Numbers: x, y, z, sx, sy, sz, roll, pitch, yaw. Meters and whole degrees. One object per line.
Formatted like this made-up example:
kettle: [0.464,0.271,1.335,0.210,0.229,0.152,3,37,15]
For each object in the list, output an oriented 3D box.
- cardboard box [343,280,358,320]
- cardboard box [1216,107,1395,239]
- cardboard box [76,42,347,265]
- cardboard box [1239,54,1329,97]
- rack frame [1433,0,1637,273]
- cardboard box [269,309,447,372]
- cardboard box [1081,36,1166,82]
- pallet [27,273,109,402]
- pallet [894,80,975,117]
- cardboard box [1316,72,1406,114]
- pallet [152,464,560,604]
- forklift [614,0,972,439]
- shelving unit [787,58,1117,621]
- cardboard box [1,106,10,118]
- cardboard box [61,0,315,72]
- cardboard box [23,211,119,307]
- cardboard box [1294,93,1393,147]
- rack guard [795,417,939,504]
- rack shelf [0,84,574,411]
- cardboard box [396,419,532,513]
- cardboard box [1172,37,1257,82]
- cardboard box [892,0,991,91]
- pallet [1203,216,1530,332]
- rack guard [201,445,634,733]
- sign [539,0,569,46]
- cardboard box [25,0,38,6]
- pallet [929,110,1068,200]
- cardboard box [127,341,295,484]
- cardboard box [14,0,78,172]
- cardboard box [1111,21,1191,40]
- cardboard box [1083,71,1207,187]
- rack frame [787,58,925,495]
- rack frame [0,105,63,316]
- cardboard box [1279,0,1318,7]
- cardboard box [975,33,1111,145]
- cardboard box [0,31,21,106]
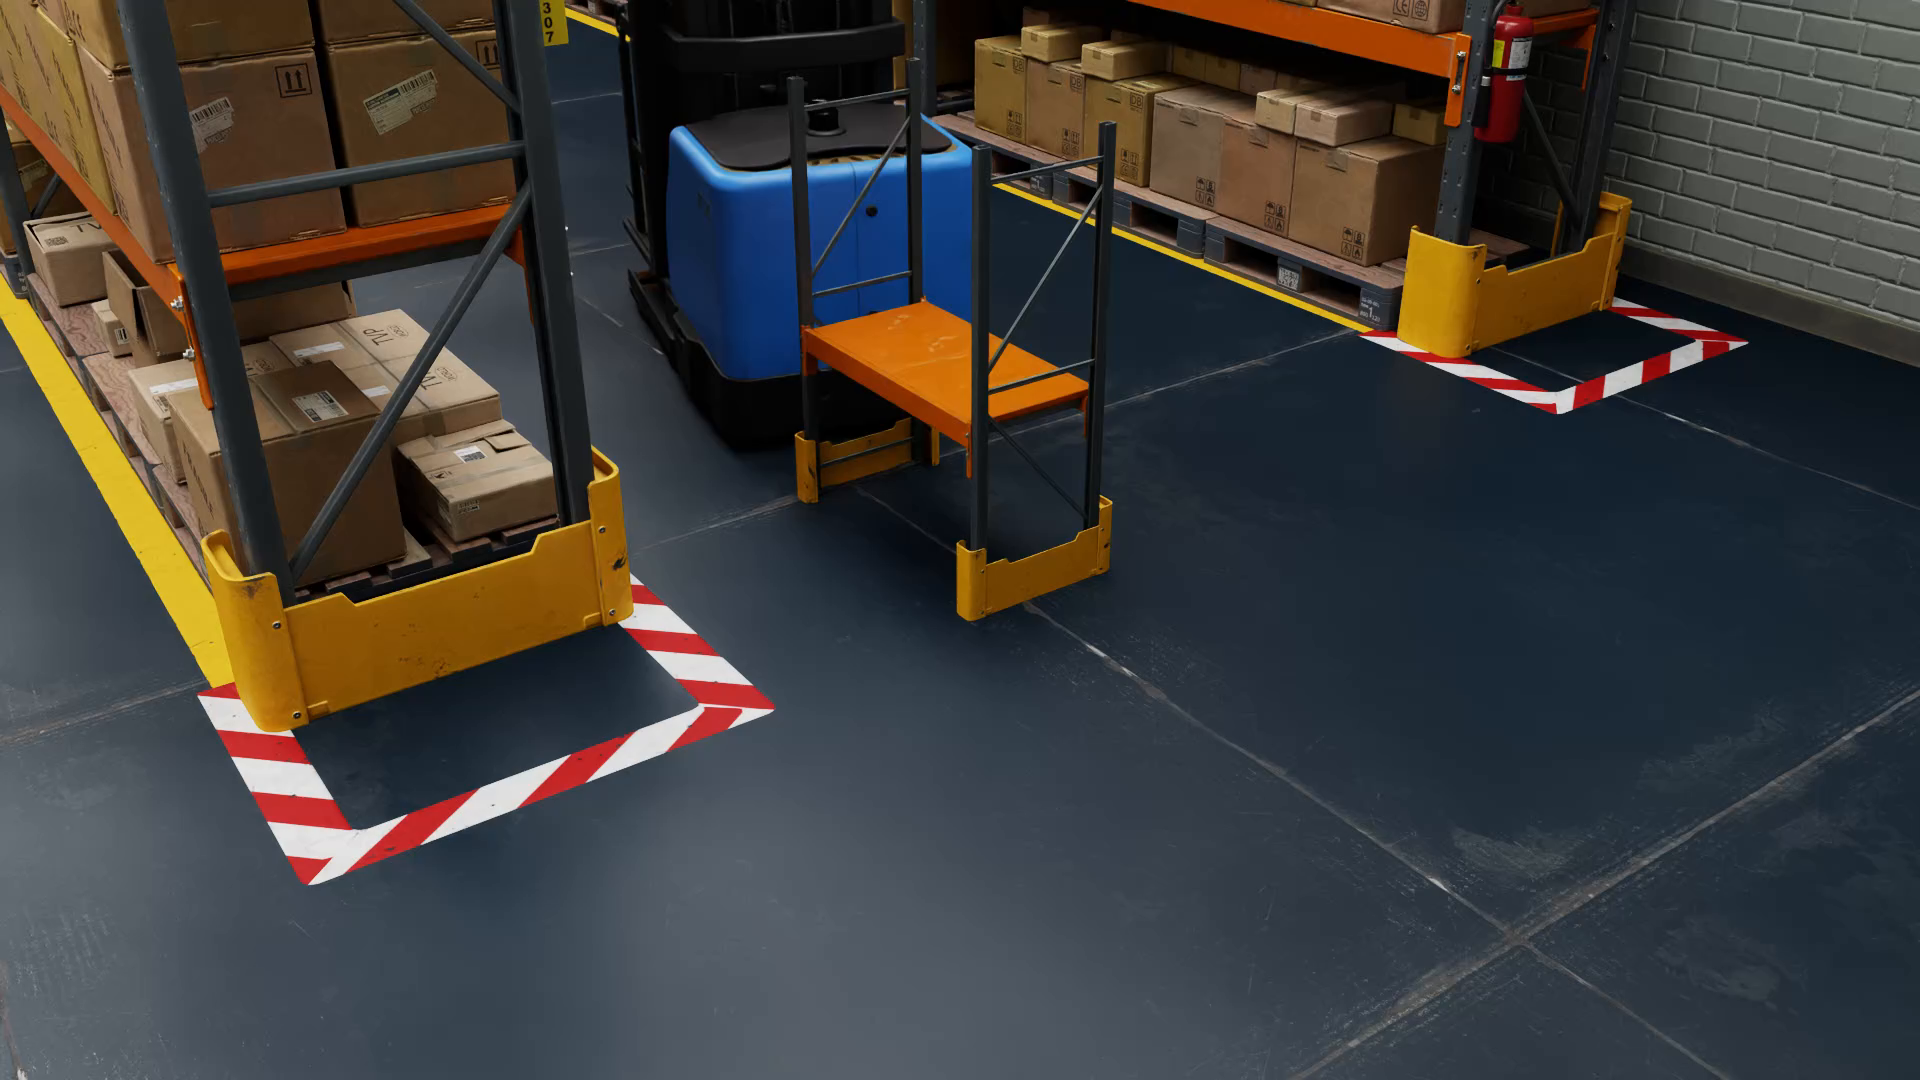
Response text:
cardboard box: [-2.875,-1.088,6.966,0.500,0.311,0.500,-19,34,-31]
cardboard box: [1.704,-1.853,8.199,0.700,0.500,0.500,-19,34,-31]
cardboard box: [-2.033,-1.098,4.524,0.500,0.500,0.500,-18,33,-29]
cardboard box: [1.642,-2.343,8.421,0.380,0.149,0.250,-18,33,-30]
rack frame: [2.482,-2.328,6.894,1.000,3.000,0.127,-19,34,-31]
cardboard box: [-2.216,-0.619,6.167,0.500,0.250,0.500,-19,34,-31]
cardboard box: [0.865,-2.549,8.800,0.380,0.149,0.250,-20,34,-32]
pallet: [-3.474,-1.018,7.403,1.003,0.211,1.213,-19,34,-31]
pallet: [-0.347,-2.937,10.937,1.003,0.211,1.213,-19,34,-31]
cardboard box: [1.935,-2.147,8.060,0.380,0.149,0.250,-19,34,-31]
pallet: [-2.058,-0.069,5.656,1.003,0.211,1.213,-19,34,-31]
forklift: [-0.904,-2.356,7.017,1.130,2.935,3.031,-10,30,-18]
shelving unit: [-0.044,-0.689,5.447,0.587,1.500,1.083,-19,34,-31]
cardboard box: [-4.671,-1.912,8.286,0.500,0.500,0.500,-19,34,-30]
cardboard box: [-2.033,-1.536,4.282,0.500,0.500,0.500,-19,34,-31]
cardboard box: [-3.804,-1.299,7.356,0.500,0.311,0.500,-19,34,-31]
cardboard box: [1.771,-1.943,7.685,0.380,0.149,0.250,-19,34,-31]
rack guard: [-0.333,-0.333,6.101,0.587,0.250,0.087,-19,34,-31]
rack shelf: [-2.711,-1.417,5.970,1.077,0.370,4.000,-19,34,-31]
cardboard box: [-1.659,-0.259,5.591,0.380,0.166,0.250,-19,34,-31]
cardboard box: [1.346,-2.542,8.786,0.380,0.149,0.250,-19,34,-31]
cardboard box: [-0.321,-3.340,10.569,0.750,0.750,0.750,-18,33,-30]
pallet: [1.954,-1.392,8.092,1.003,0.211,1.213,-19,34,-31]
rack guard: [-1.595,0.113,5.017,1.175,0.500,0.348,-19,34,-31]
sign: [-1.109,-1.486,4.436,0.100,0.325,0.005,-19,34,-31]
cardboard box: [-2.632,-1.932,5.012,0.500,0.500,0.500,-18,33,-29]
pallet: [0.539,-2.341,9.839,1.003,0.211,1.213,-19,34,-31]
cardboard box: [-2.594,-0.461,5.877,0.500,0.250,0.500,-19,34,-31]
cardboard box: [-2.621,-1.494,5.254,0.500,0.500,0.500,-18,34,-30]
cardboard box: [1.050,-2.740,9.152,0.380,0.149,0.250,-20,34,-32]
cardboard box: [1.096,-2.254,8.936,0.700,0.500,0.500,-18,33,-30]
rack frame: [-0.344,-0.890,5.817,0.500,1.500,0.032,-19,34,-31]
rack frame: [-3.871,-2.511,7.230,1.000,3.000,0.127,-19,34,-31]
cardboard box: [1.747,-2.935,7.698,0.980,0.700,0.700,-19,34,-31]
cardboard box: [0.512,-2.650,9.666,0.700,0.500,0.500,-18,33,-30]
cardboard box: [-3.210,-1.888,5.978,0.500,0.500,0.500,-19,34,-31]
